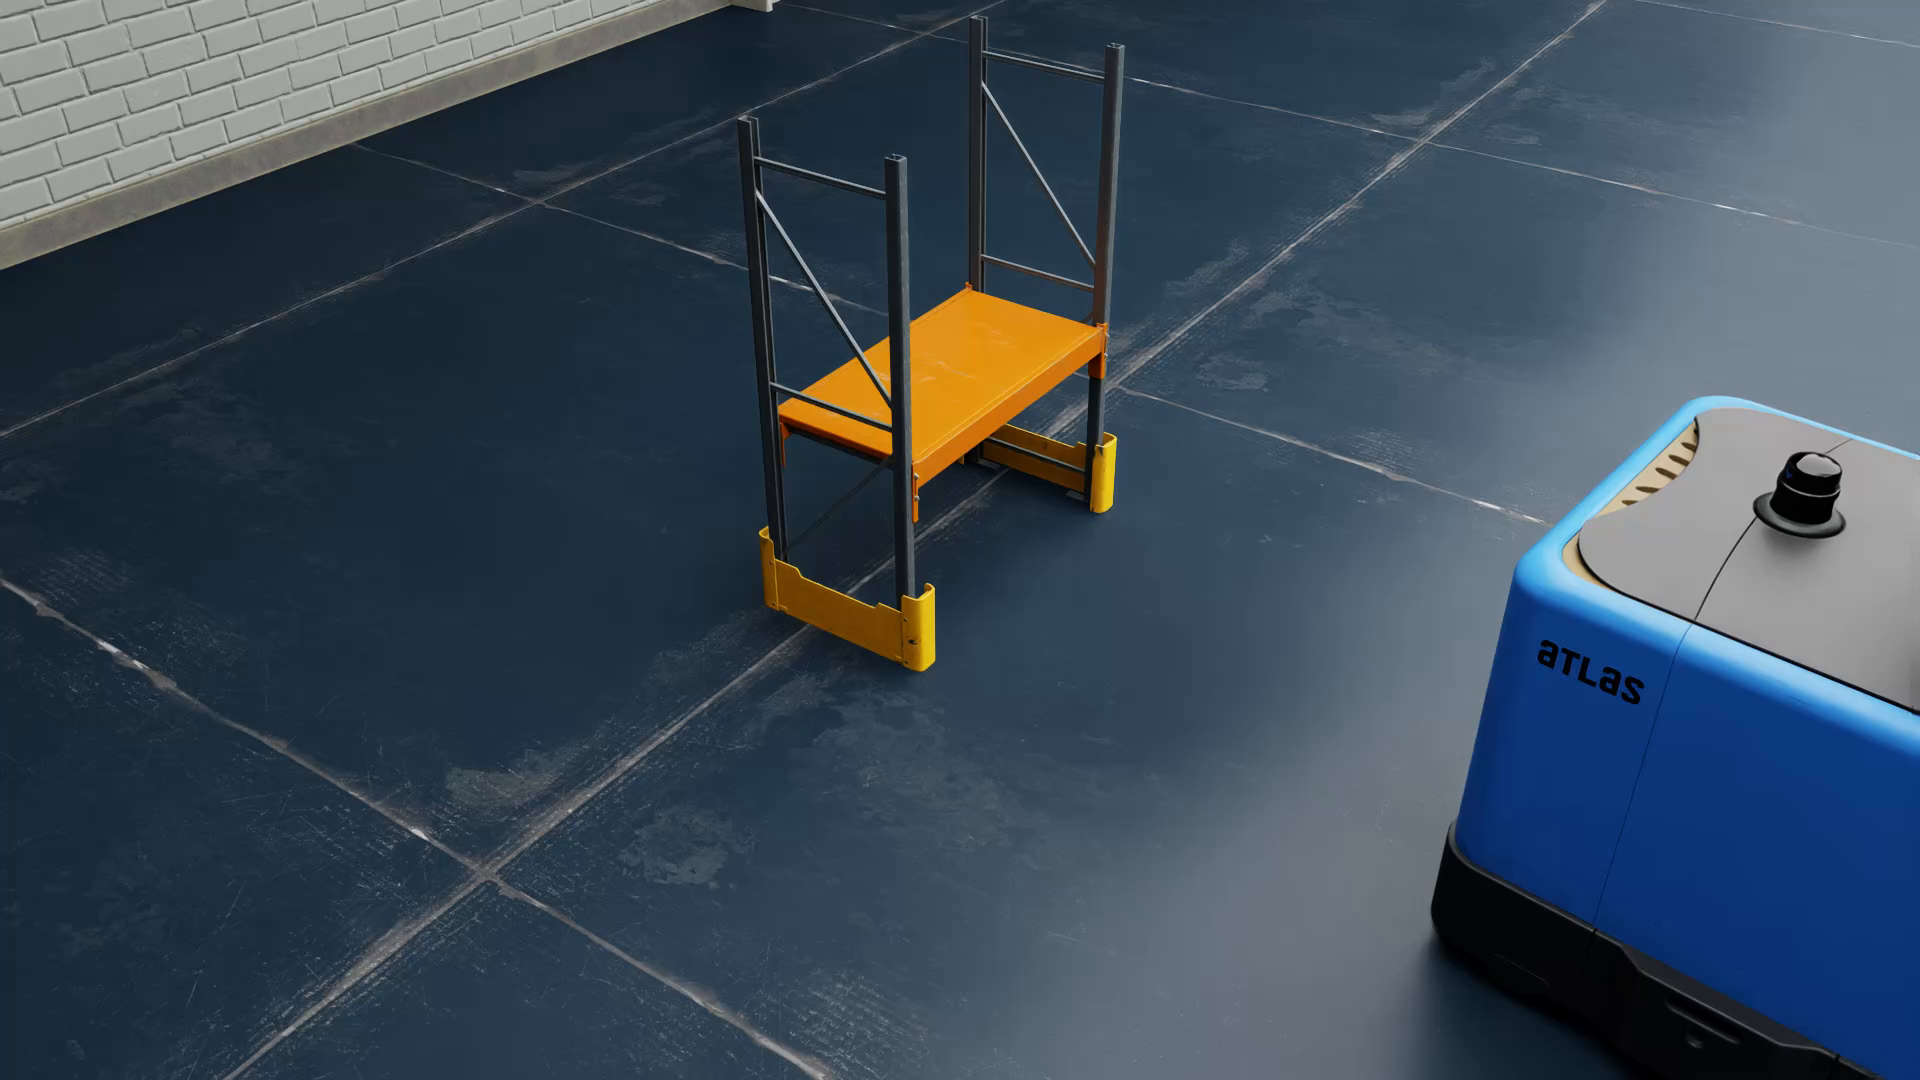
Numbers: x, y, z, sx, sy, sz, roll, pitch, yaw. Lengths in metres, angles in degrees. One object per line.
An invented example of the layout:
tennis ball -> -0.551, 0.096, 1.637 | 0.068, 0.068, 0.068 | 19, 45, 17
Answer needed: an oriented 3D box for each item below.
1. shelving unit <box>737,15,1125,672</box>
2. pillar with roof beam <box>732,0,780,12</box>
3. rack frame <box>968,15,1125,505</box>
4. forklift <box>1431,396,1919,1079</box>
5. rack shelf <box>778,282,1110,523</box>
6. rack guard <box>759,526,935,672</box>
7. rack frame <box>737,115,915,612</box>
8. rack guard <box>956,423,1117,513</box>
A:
shelving unit -> -0.043, -0.586, 4.778 | 0.587, 1.500, 1.083 | 21, 39, 28
pillar with roof beam -> 2.373, -5.635, 5.550 | 9.100, 9.000, 0.400 | 21, 39, 28
rack frame -> 0.241, -0.816, 5.118 | 0.500, 1.500, 0.032 | 21, 39, 28
forklift -> 2.524, 0.066, 2.535 | 3.031, 2.935, 1.130 | 26, 42, 33
rack shelf -> -0.049, -0.433, 4.873 | 0.538, 0.185, 1.000 | 21, 39, 28
rack guard -> -0.327, 0.161, 4.789 | 0.587, 0.250, 0.087 | 21, 39, 28
rack frame -> -0.338, -0.348, 4.426 | 0.500, 1.500, 0.032 | 21, 39, 28
rack guard -> 0.241, -0.298, 5.467 | 0.587, 0.250, 0.087 | 21, 39, 28
